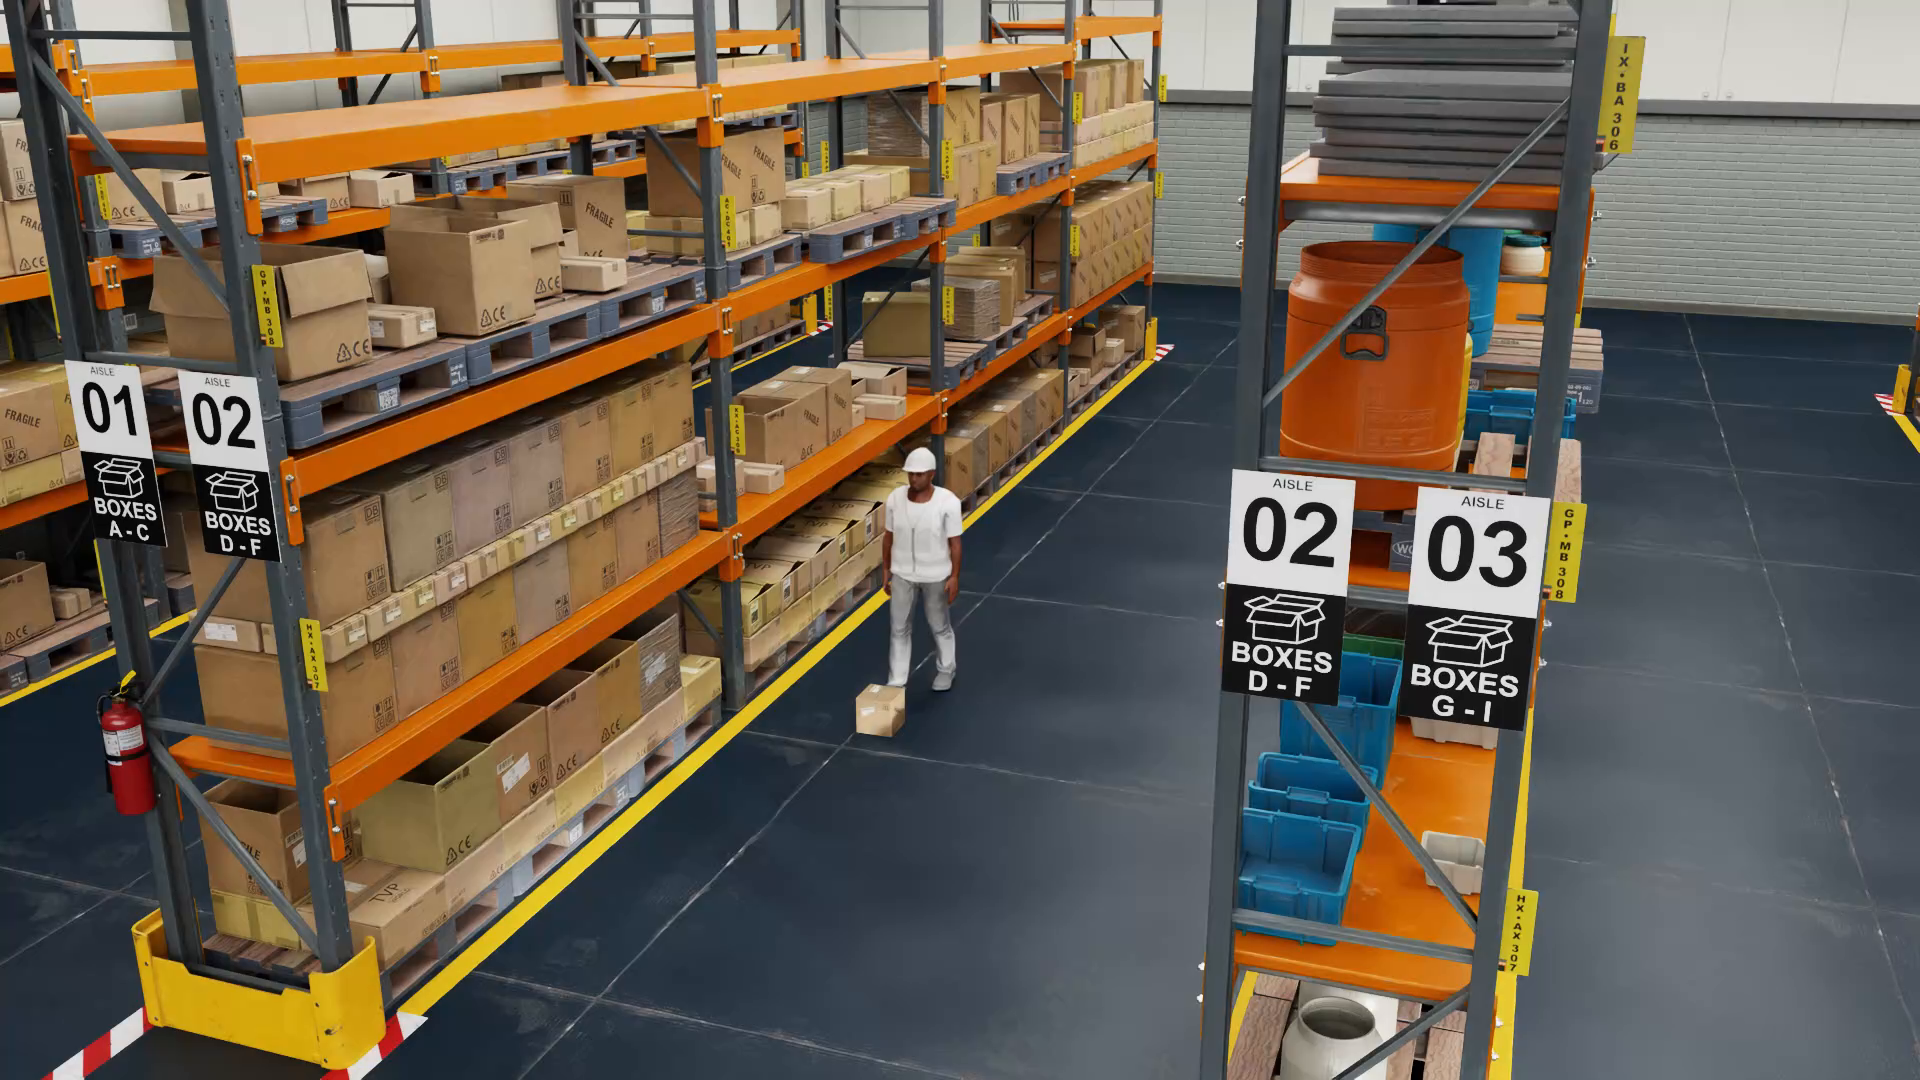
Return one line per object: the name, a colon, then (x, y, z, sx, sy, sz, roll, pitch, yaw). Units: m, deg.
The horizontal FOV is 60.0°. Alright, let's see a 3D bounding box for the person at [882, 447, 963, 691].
person: (-0.288, 0.252, 11.270, 0.571, 1.764, 0.753, 5, 19, 16)
